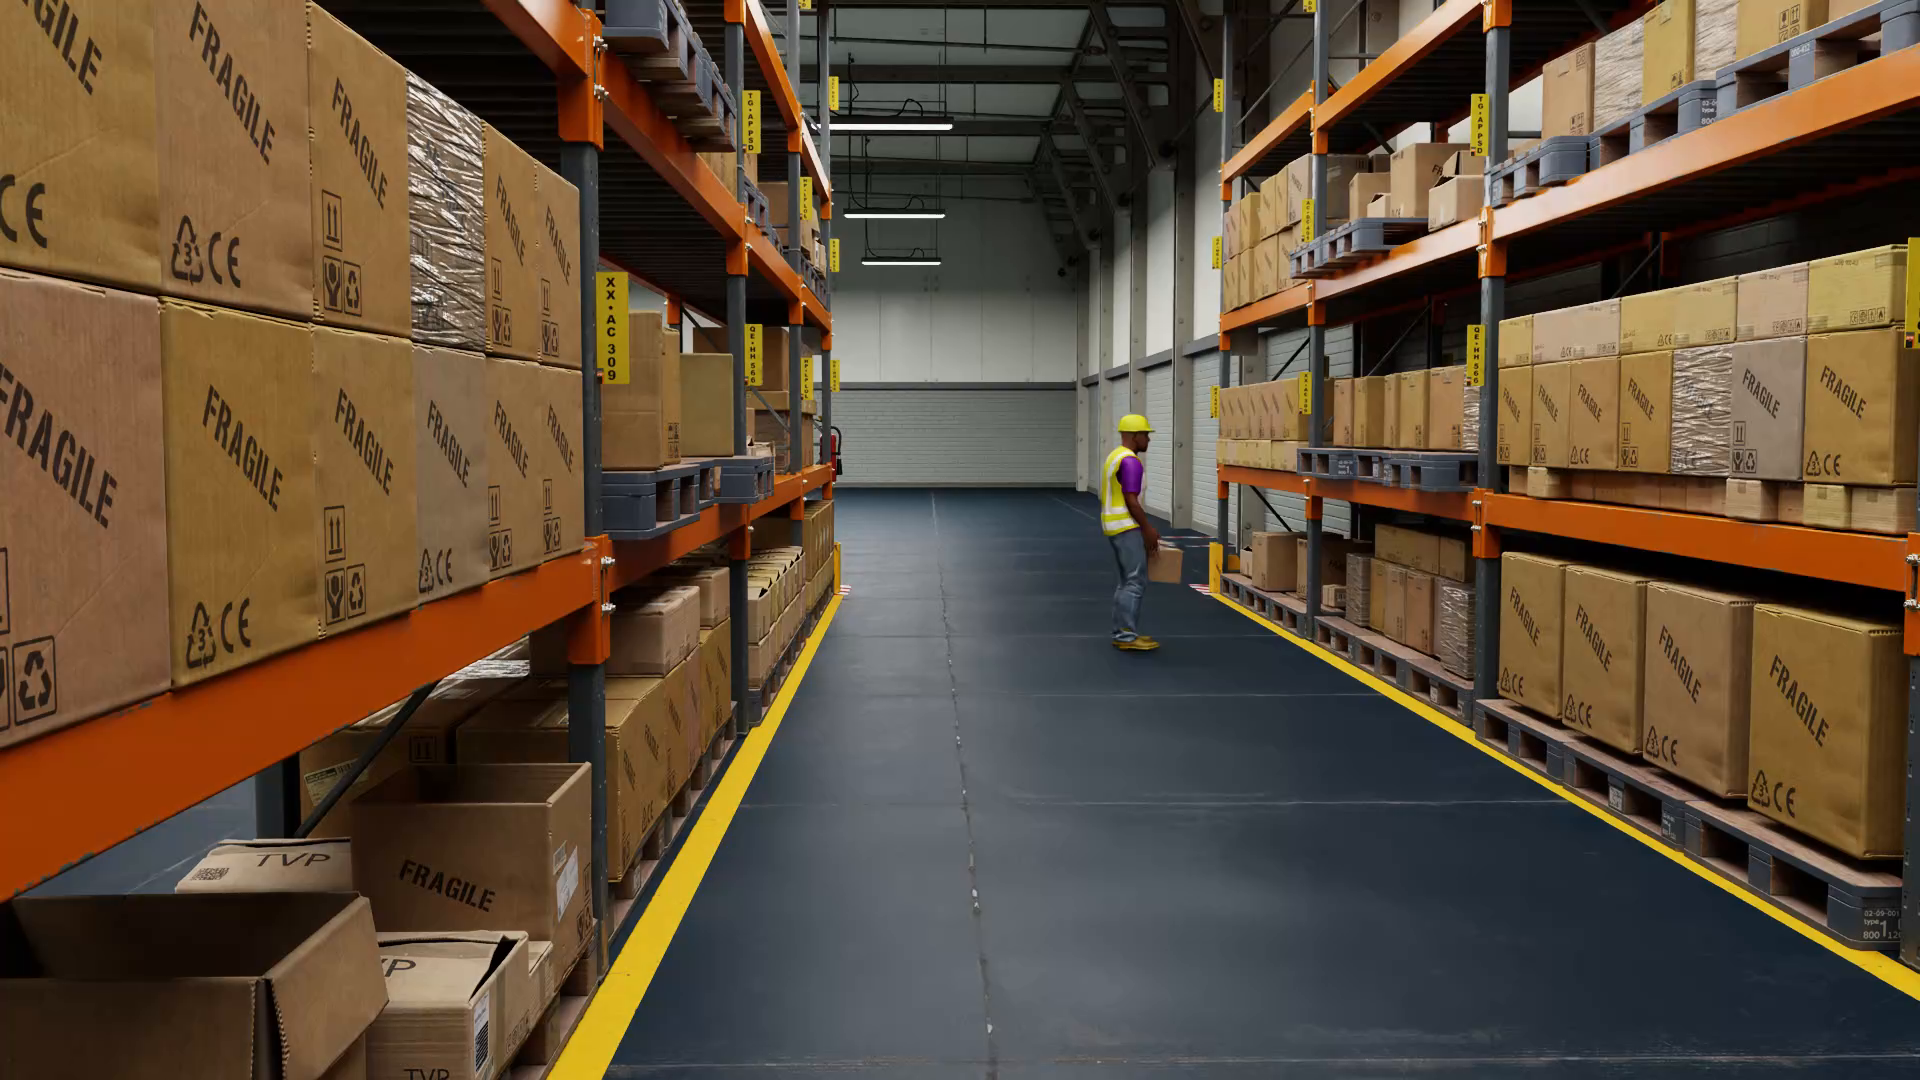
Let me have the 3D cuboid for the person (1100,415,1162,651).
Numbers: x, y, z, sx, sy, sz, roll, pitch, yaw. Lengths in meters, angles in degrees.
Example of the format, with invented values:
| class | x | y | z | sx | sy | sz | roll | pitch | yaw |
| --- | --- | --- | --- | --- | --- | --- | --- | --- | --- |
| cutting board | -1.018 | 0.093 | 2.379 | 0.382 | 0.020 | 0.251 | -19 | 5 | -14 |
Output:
| class | x | y | z | sx | sy | sz | roll | pitch | yaw |
| --- | --- | --- | --- | --- | --- | --- | --- | --- | --- |
| person | 1.298 | -0.061 | 12.577 | 0.463 | 1.755 | 0.626 | 0 | 4 | -4 |
